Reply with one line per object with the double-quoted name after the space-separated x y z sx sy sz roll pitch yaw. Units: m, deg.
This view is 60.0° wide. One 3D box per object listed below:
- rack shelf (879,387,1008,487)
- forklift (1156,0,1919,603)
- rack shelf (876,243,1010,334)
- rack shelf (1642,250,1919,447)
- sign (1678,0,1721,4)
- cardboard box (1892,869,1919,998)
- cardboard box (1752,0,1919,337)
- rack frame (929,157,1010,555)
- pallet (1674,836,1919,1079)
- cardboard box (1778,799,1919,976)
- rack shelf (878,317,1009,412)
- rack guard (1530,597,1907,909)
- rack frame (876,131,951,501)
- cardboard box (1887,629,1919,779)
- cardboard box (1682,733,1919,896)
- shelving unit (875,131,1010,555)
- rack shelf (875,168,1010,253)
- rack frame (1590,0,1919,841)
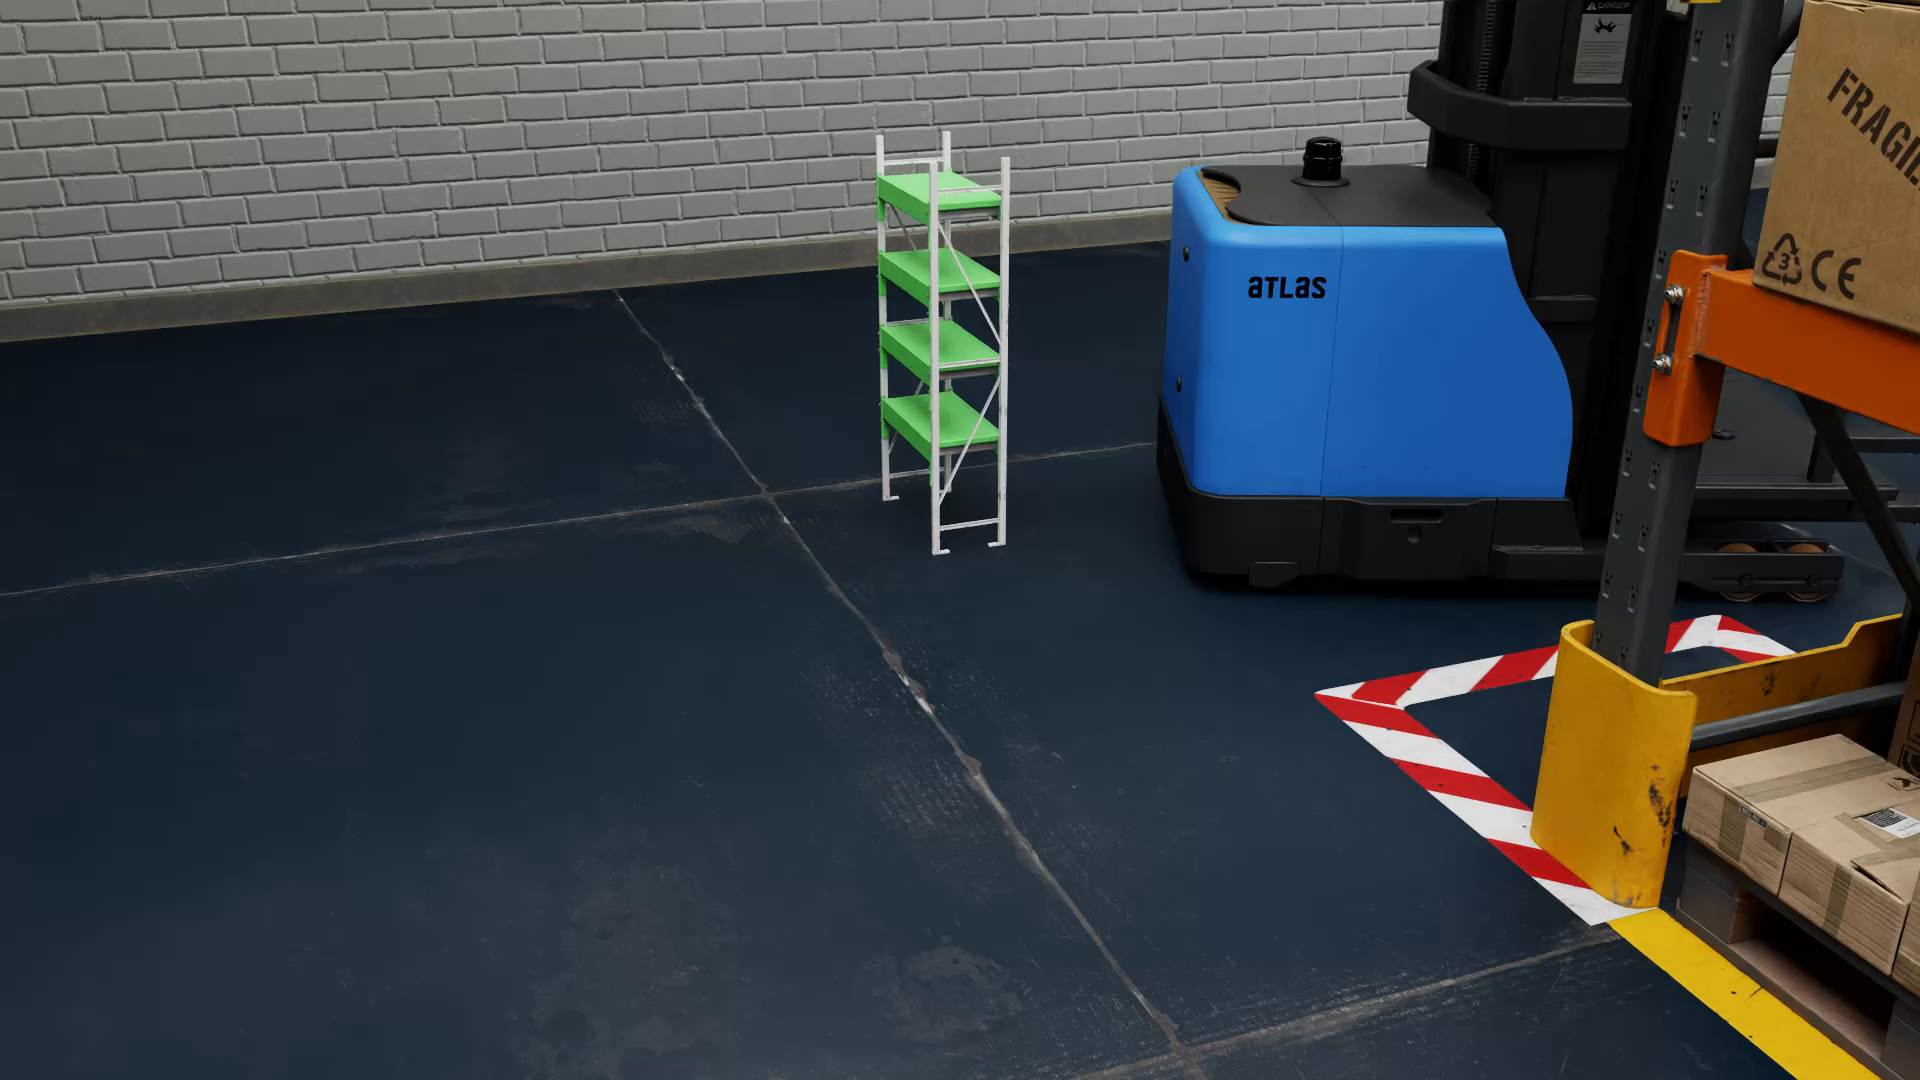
-0.058 -0.333 5.278 0.258 0.148 0.480 -8 24 -19 "rack shelf"
2.180 -1.379 4.747 3.031 2.935 1.130 0 23 1 "forklift"
-0.058 -0.775 5.091 0.258 0.148 0.480 -8 24 -19 "rack shelf"
2.533 0.276 1.658 1.077 0.370 4.000 -8 24 -19 "rack shelf"
1.319 -1.106 2.898 0.100 0.325 0.005 -8 24 -19 "sign"
1.930 0.701 2.699 0.500 0.250 0.500 -8 24 -19 "cardboard box"
1.737 -0.630 2.755 0.500 0.500 0.500 -8 24 -18 "cardboard box"
0.028 -0.524 4.949 0.240 1.200 0.015 -8 24 -19 "rack frame"
2.136 0.821 3.032 1.003 0.211 1.213 -8 24 -19 "pallet"
1.742 0.611 3.019 0.380 0.166 0.250 -8 24 -19 "cardboard box"
-0.058 -0.554 5.184 0.258 0.148 0.480 -8 24 -19 "rack shelf"
1.854 0.398 3.663 1.175 0.500 0.348 -8 24 -19 "rack guard"
-0.145 -0.702 5.370 0.240 1.200 0.015 -8 24 -19 "rack frame"
2.249 0.331 3.254 0.500 0.500 0.500 -8 24 -19 "cardboard box"
1.653 0.529 3.238 0.380 0.149 0.250 -8 24 -19 "cardboard box"
-0.058 -0.613 5.160 0.258 1.200 0.503 -8 24 -19 "shelving unit"
-0.058 -0.996 4.998 0.258 0.148 0.480 -8 24 -19 "rack shelf"
1.827 -0.782 3.243 1.000 3.000 0.127 -8 24 -19 "rack frame"
